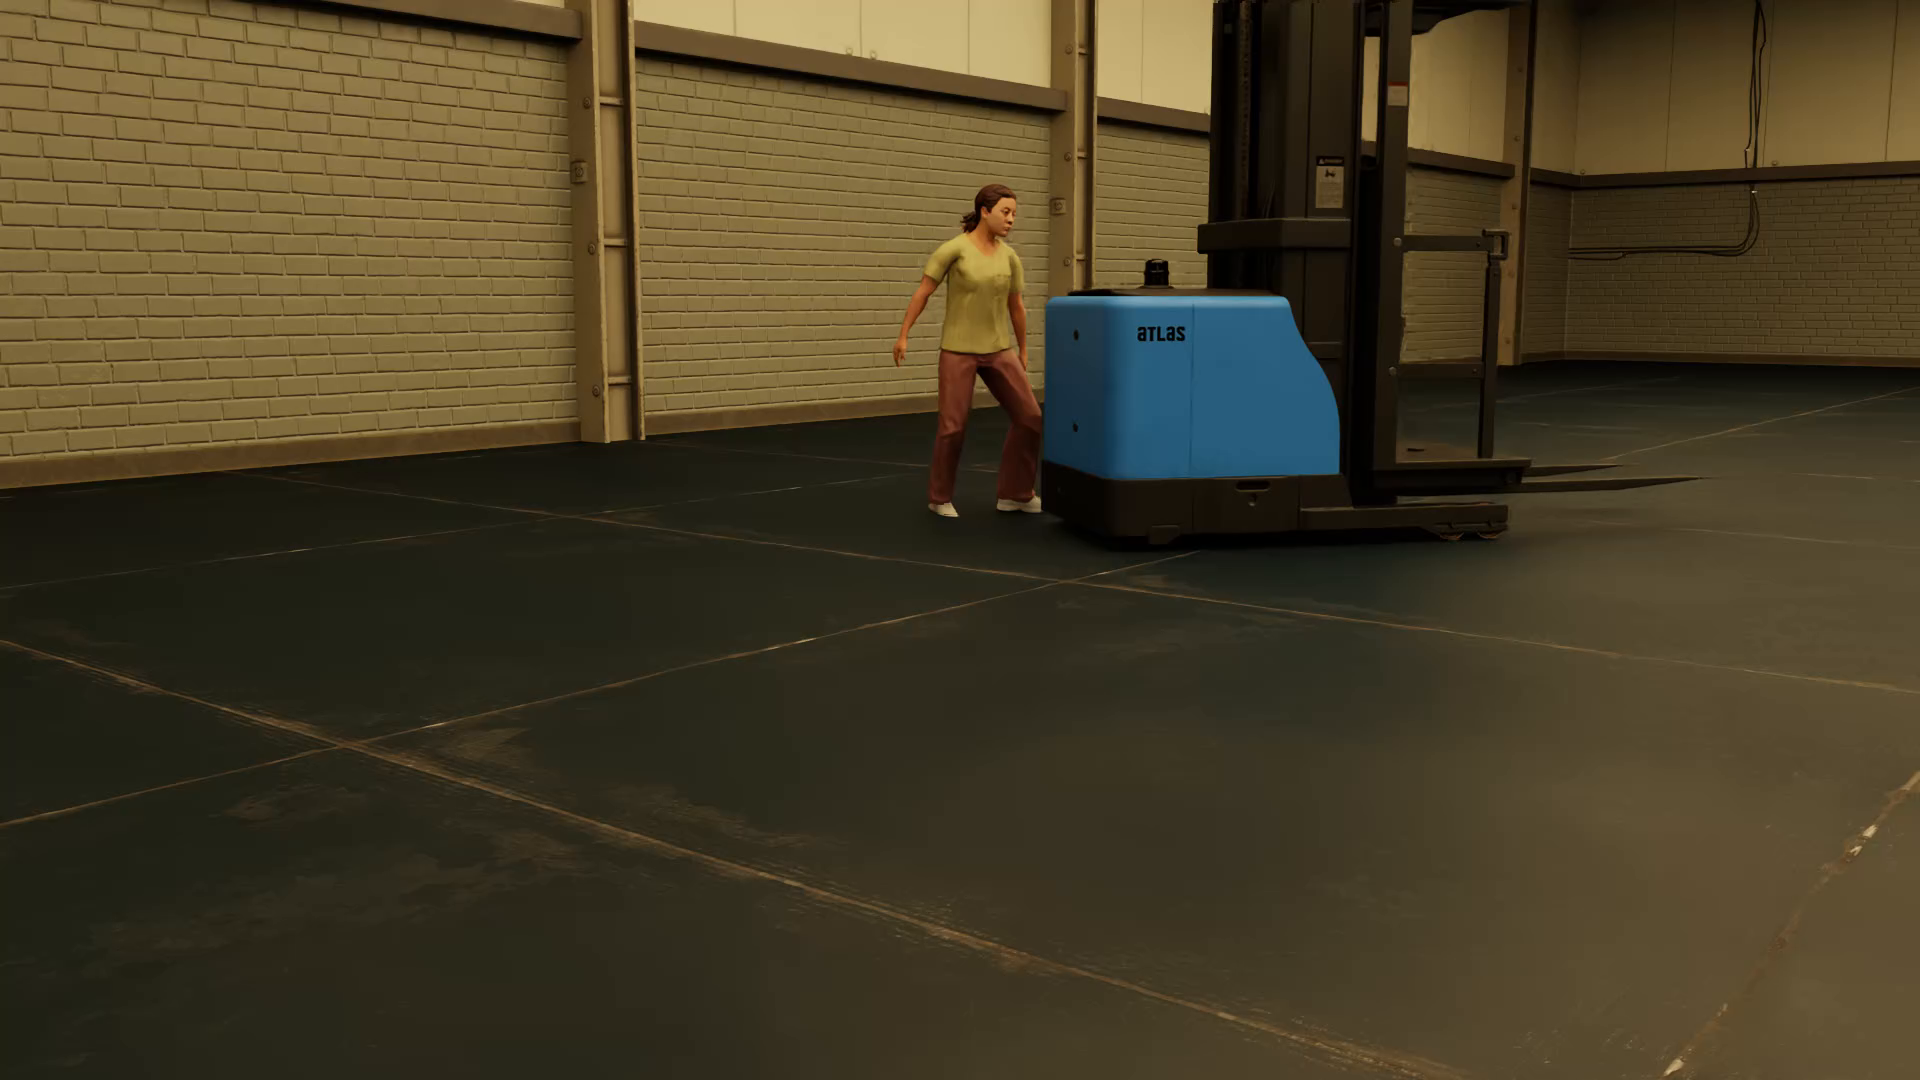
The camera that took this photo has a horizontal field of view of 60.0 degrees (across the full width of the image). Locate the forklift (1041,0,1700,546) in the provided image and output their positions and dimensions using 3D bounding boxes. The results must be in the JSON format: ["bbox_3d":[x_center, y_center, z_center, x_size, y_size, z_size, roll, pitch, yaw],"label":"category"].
[{"bbox_3d":[1.959,-1.517,7.650,3.031,2.935,1.130,-2,9,-14],"label":"forklift"}]

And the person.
[{"bbox_3d":[0.070,-0.913,8.198,0.814,1.648,0.443,-3,9,-19],"label":"person"}]
